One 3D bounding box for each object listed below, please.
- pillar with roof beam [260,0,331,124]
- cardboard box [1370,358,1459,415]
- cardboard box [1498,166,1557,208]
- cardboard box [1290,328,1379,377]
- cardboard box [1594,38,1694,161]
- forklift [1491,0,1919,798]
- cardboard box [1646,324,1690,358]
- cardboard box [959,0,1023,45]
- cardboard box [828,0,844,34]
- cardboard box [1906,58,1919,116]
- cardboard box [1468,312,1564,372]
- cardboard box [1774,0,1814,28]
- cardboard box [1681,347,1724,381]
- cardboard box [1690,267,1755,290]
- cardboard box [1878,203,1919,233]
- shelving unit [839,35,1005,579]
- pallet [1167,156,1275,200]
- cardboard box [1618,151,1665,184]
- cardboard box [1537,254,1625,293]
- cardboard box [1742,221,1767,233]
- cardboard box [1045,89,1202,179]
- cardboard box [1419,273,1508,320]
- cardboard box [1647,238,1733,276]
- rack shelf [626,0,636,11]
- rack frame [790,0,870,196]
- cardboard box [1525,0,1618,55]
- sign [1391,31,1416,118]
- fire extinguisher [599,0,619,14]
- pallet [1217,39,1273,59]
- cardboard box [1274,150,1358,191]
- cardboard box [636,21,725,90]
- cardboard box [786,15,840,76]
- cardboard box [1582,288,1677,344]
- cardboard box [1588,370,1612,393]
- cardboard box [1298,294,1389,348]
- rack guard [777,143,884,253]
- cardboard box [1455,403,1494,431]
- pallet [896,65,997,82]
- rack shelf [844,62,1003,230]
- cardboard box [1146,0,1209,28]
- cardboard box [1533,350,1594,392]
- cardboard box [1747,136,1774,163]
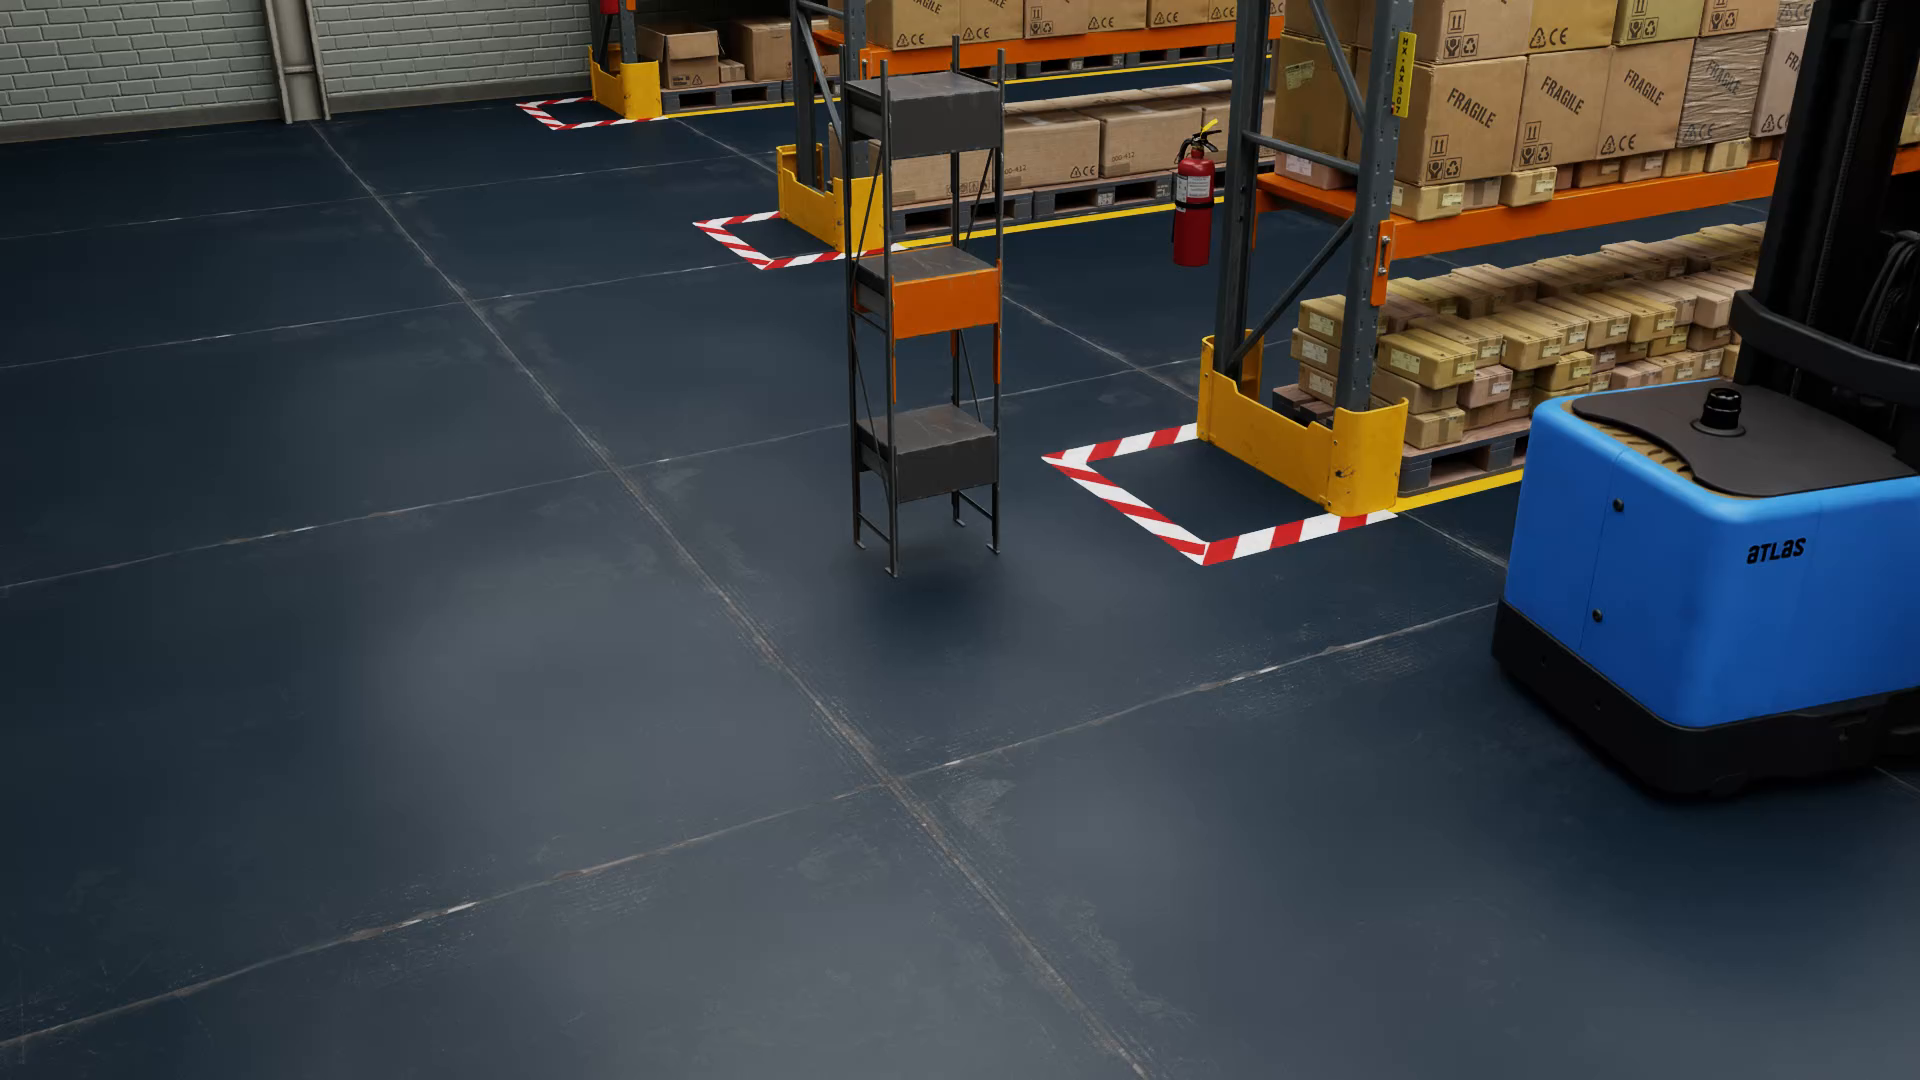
[{"bbox_3d":[-4.013,-6.305,9.985,0.400,9.000,9.100,-13,29,-25],"label":"pillar with roof beam"},{"bbox_3d":[2.105,-0.732,7.773,0.250,0.149,0.380,-12,28,-23],"label":"cardboard box"},{"bbox_3d":[2.429,-1.614,7.437,0.250,0.149,0.380,-14,29,-27],"label":"cardboard box"},{"bbox_3d":[1.853,-0.940,8.206,0.250,0.149,0.380,-14,29,-26],"label":"cardboard box"},{"bbox_3d":[2.946,-2.064,7.623,0.500,0.500,0.500,-13,28,-24],"label":"cardboard box"},{"bbox_3d":[3.554,-0.838,5.610,3.031,2.935,1.130,-8,27,-16],"label":"forklift"},{"bbox_3d":[3.477,-1.073,8.484,0.250,0.149,0.380,-12,28,-23],"label":"cardboard box"},{"bbox_3d":[0.095,-3.702,11.379,0.500,0.500,0.500,-13,29,-26],"label":"cardboard box"},{"bbox_3d":[-0.596,-3.799,11.582,0.500,0.500,0.500,-13,28,-25],"label":"cardboard box"},{"bbox_3d":[4.757,-2.472,8.475,0.500,0.500,0.500,-13,29,-25],"label":"cardboard box"},{"bbox_3d":[2.613,-0.939,7.861,0.250,0.149,0.380,-13,29,-25],"label":"cardboard box"},{"bbox_3d":[3.852,-2.724,7.844,0.500,0.500,0.500,-12,28,-24],"label":"cardboard box"},{"bbox_3d":[3.690,-0.955,8.583,0.250,0.149,0.380,-12,28,-24],"label":"cardboard box"},{"bbox_3d":[3.975,-1.266,8.542,0.250,0.149,0.380,-15,29,-28],"label":"cardboard box"},{"bbox_3d":[5.586,-1.809,9.955,0.500,0.500,0.500,-14,29,-26],"label":"cardboard box"},{"bbox_3d":[-0.146,-0.913,6.725,0.503,2.100,0.431,-13,29,-25],"label":"shelving unit"},{"bbox_3d":[1.925,-2.987,13.228,1.213,0.211,1.003,-13,29,-25],"label":"pallet"},{"bbox_3d":[3.075,-1.805,7.834,0.250,0.149,0.380,-14,29,-26],"label":"cardboard box"},{"bbox_3d":[3.259,-1.372,8.764,0.250,0.149,0.380,-13,28,-25],"label":"cardboard box"},{"bbox_3d":[4.650,-1.681,9.406,0.250,0.149,0.380,-12,28,-23],"label":"cardboard box"},{"bbox_3d":[1.238,-3.134,12.787,0.875,0.438,0.875,-14,29,-27],"label":"cardboard box"},{"bbox_3d":[2.545,-1.221,8.448,0.250,0.149,0.380,-14,29,-27],"label":"cardboard box"},{"bbox_3d":[3.959,-1.515,9.062,0.250,0.149,0.380,-14,29,-26],"label":"cardboard box"},{"bbox_3d":[-1.471,-5.533,16.139,4.000,0.370,1.077,-13,29,-25],"label":"rack shelf"},{"bbox_3d":[-0.897,-3.555,11.188,0.127,3.000,1.000,-13,29,-25],"label":"rack frame"},{"bbox_3d":[2.485,-2.410,7.190,0.500,0.500,0.500,-12,28,-24],"label":"cardboard box"},{"bbox_3d":[1.777,-1.868,6.675,0.005,0.325,0.100,-13,29,-25],"label":"sign"},{"bbox_3d":[-3.148,-5.040,14.802,0.183,0.674,0.296,-13,29,-25],"label":"fire extinguisher"},{"bbox_3d":[3.146,-5.684,18.845,1.213,0.211,1.003,-13,29,-25],"label":"pallet"},{"bbox_3d":[1.676,-1.746,7.711,0.250,0.149,0.380,-13,29,-25],"label":"cardboard box"},{"bbox_3d":[-2.652,-4.602,15.768,0.637,0.503,0.797,-14,29,-27],"label":"cardboard box"},{"bbox_3d":[-1.366,-4.829,16.246,0.500,0.500,0.500,-12,28,-24],"label":"cardboard box"},{"bbox_3d":[3.296,-1.110,8.217,0.250,0.149,0.380,-13,28,-24],"label":"cardboard box"},{"bbox_3d":[3.000,-0.810,8.280,0.250,0.149,0.380,-13,29,-25],"label":"cardboard box"},{"bbox_3d":[1.869,-1.062,8.117,0.250,0.149,0.380,-13,28,-25],"label":"cardboard box"},{"bbox_3d":[-0.918,-2.423,11.719,0.348,0.500,1.175,-13,29,-25],"label":"rack guard"},{"bbox_3d":[2.327,-0.658,7.964,0.250,0.149,0.380,-13,29,-25],"label":"cardboard box"},{"bbox_3d":[-0.313,-4.868,17.145,1.213,0.211,1.003,-13,29,-25],"label":"pallet"},{"bbox_3d":[-0.146,-1.532,6.428,0.480,0.518,0.431,-13,29,-25],"label":"rack shelf"},{"bbox_3d":[1.455,-4.008,12.016,0.500,0.500,0.500,-13,29,-26],"label":"cardboard box"},{"bbox_3d":[2.825,-0.860,8.041,0.250,0.149,0.380,-12,28,-24],"label":"cardboard box"},{"bbox_3d":[3.755,-1.972,8.181,0.250,0.149,0.380,-13,29,-26],"label":"cardboard box"}]
